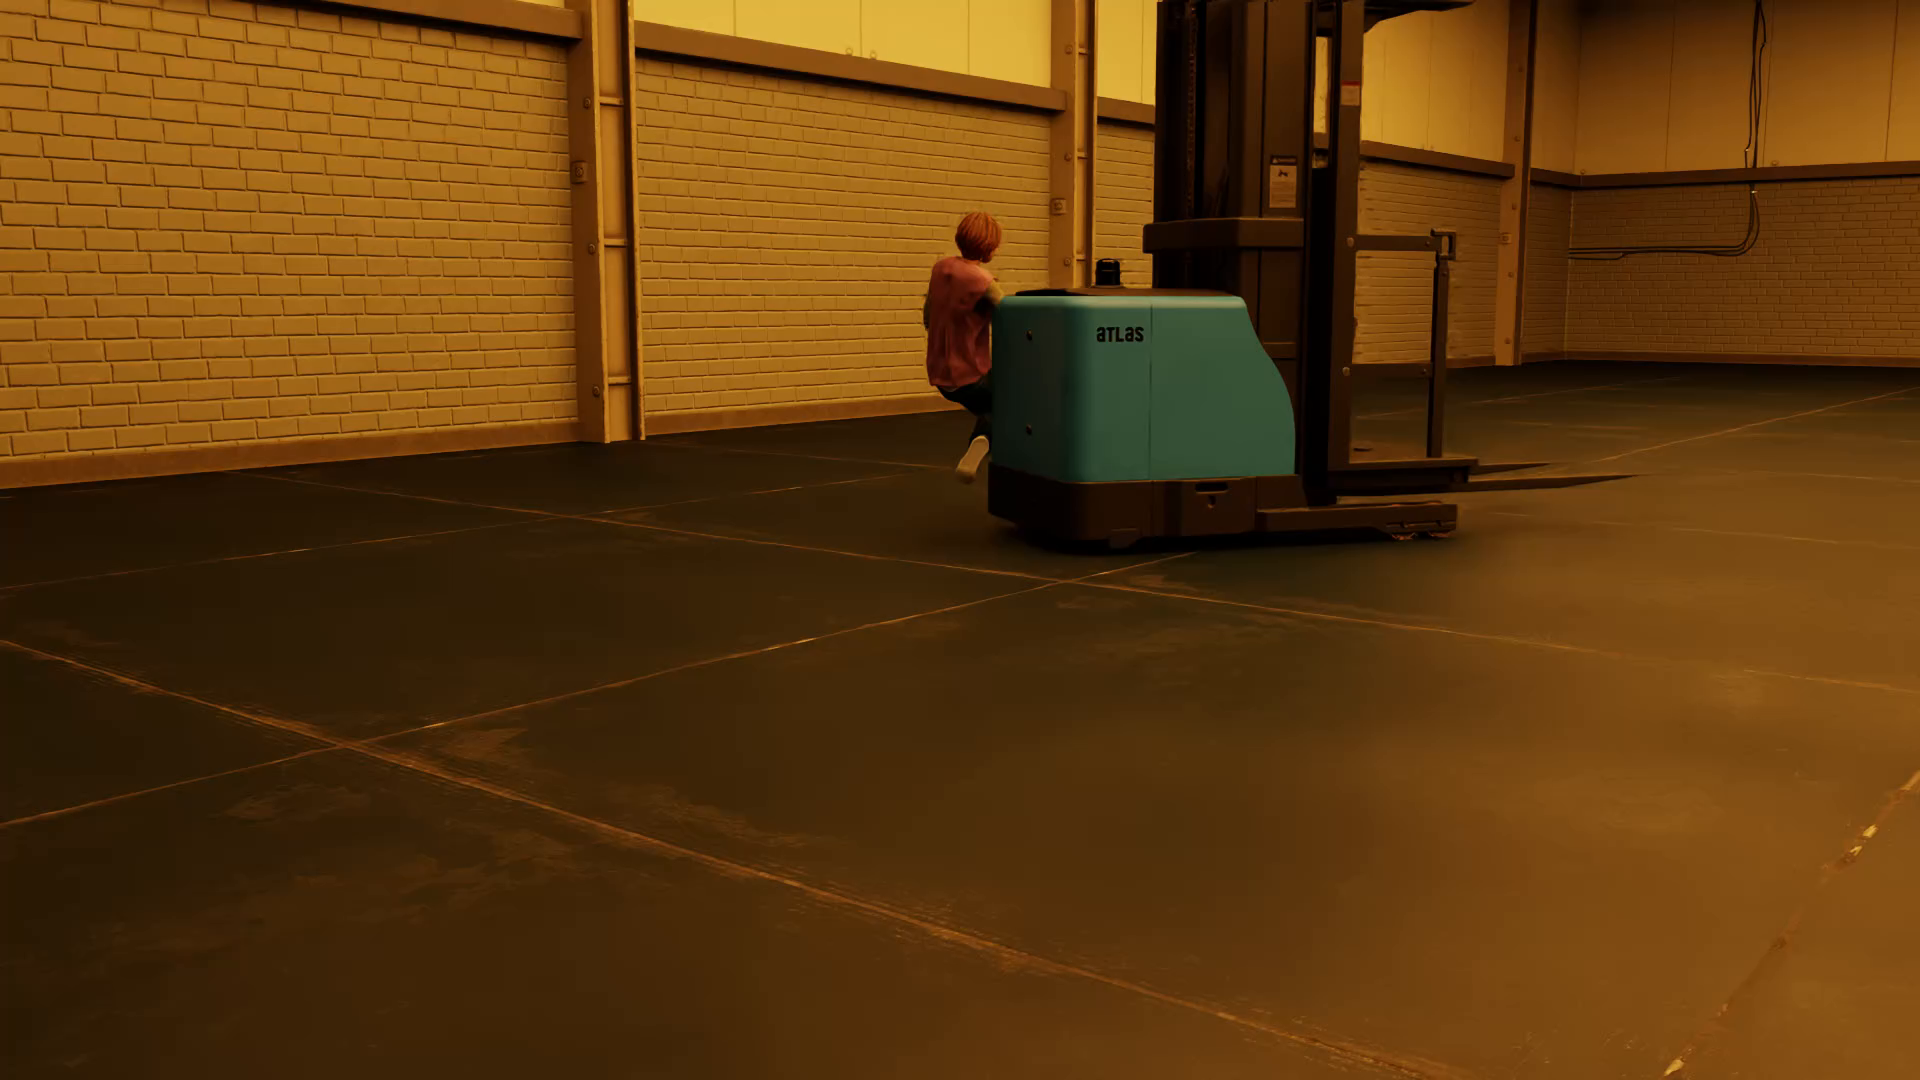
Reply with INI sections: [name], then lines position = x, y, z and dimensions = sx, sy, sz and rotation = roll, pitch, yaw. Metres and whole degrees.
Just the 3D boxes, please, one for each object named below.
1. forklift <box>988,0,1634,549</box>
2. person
[forklift]
position = 1.706, -1.516, 7.642
dimensions = 3.031, 2.935, 1.130
rotation = -3, 9, -19
[person]
position = 0.203, -0.798, 7.809
dimensions = 0.597, 1.452, 0.682
rotation = -6, 10, -37
